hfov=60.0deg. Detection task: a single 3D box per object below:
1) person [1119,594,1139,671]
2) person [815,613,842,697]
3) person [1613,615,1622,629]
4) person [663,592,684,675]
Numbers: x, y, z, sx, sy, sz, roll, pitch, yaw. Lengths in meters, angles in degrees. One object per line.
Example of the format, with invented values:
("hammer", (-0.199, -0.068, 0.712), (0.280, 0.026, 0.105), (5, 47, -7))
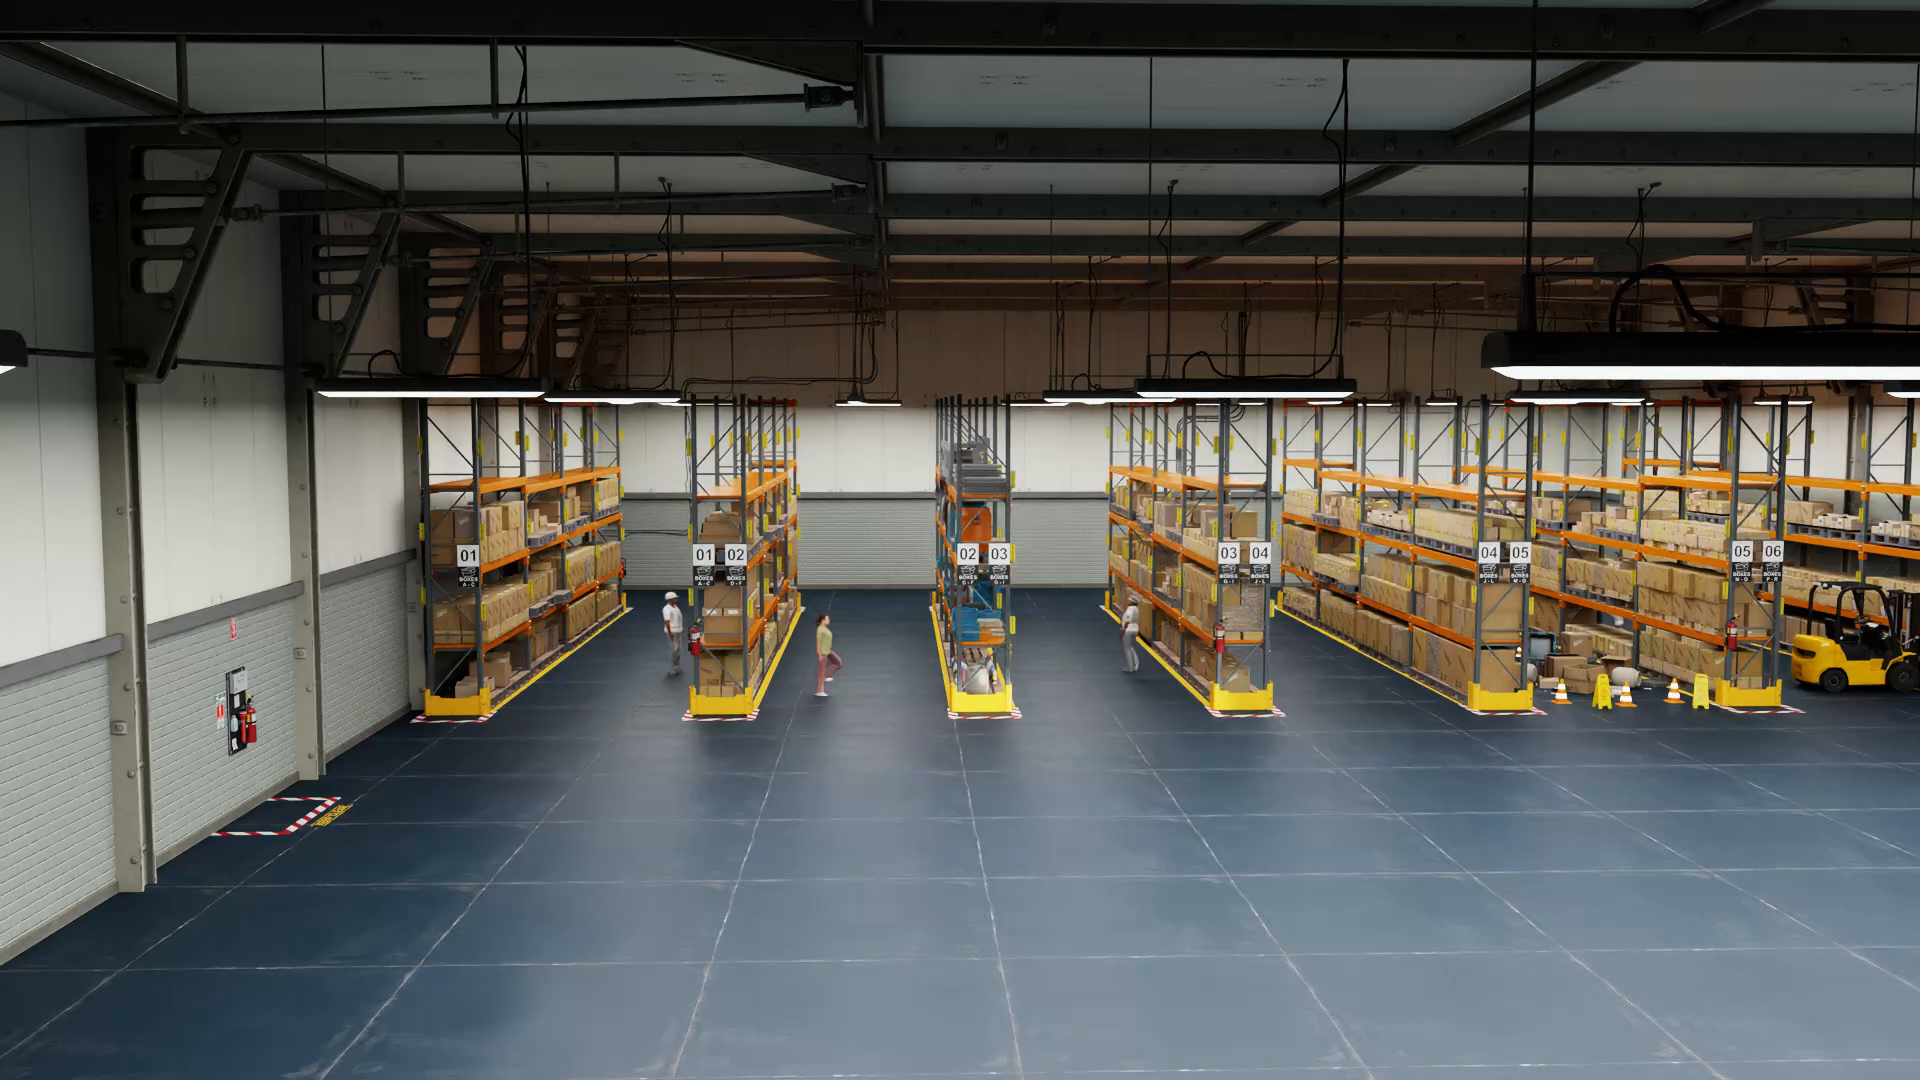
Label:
("person", (3.670, 2.014, 36.183), (0.482, 1.689, 0.451), (-4, 6, -39))
("person", (-2.644, 2.280, 33.181), (0.473, 1.672, 0.553), (1, 5, 13))
("person", (16.687, 1.513, 42.230), (0.424, 1.796, 0.620), (2, 5, 22))
("person", (-6.176, 2.033, 36.177), (0.562, 1.814, 0.589), (3, 5, 32))
